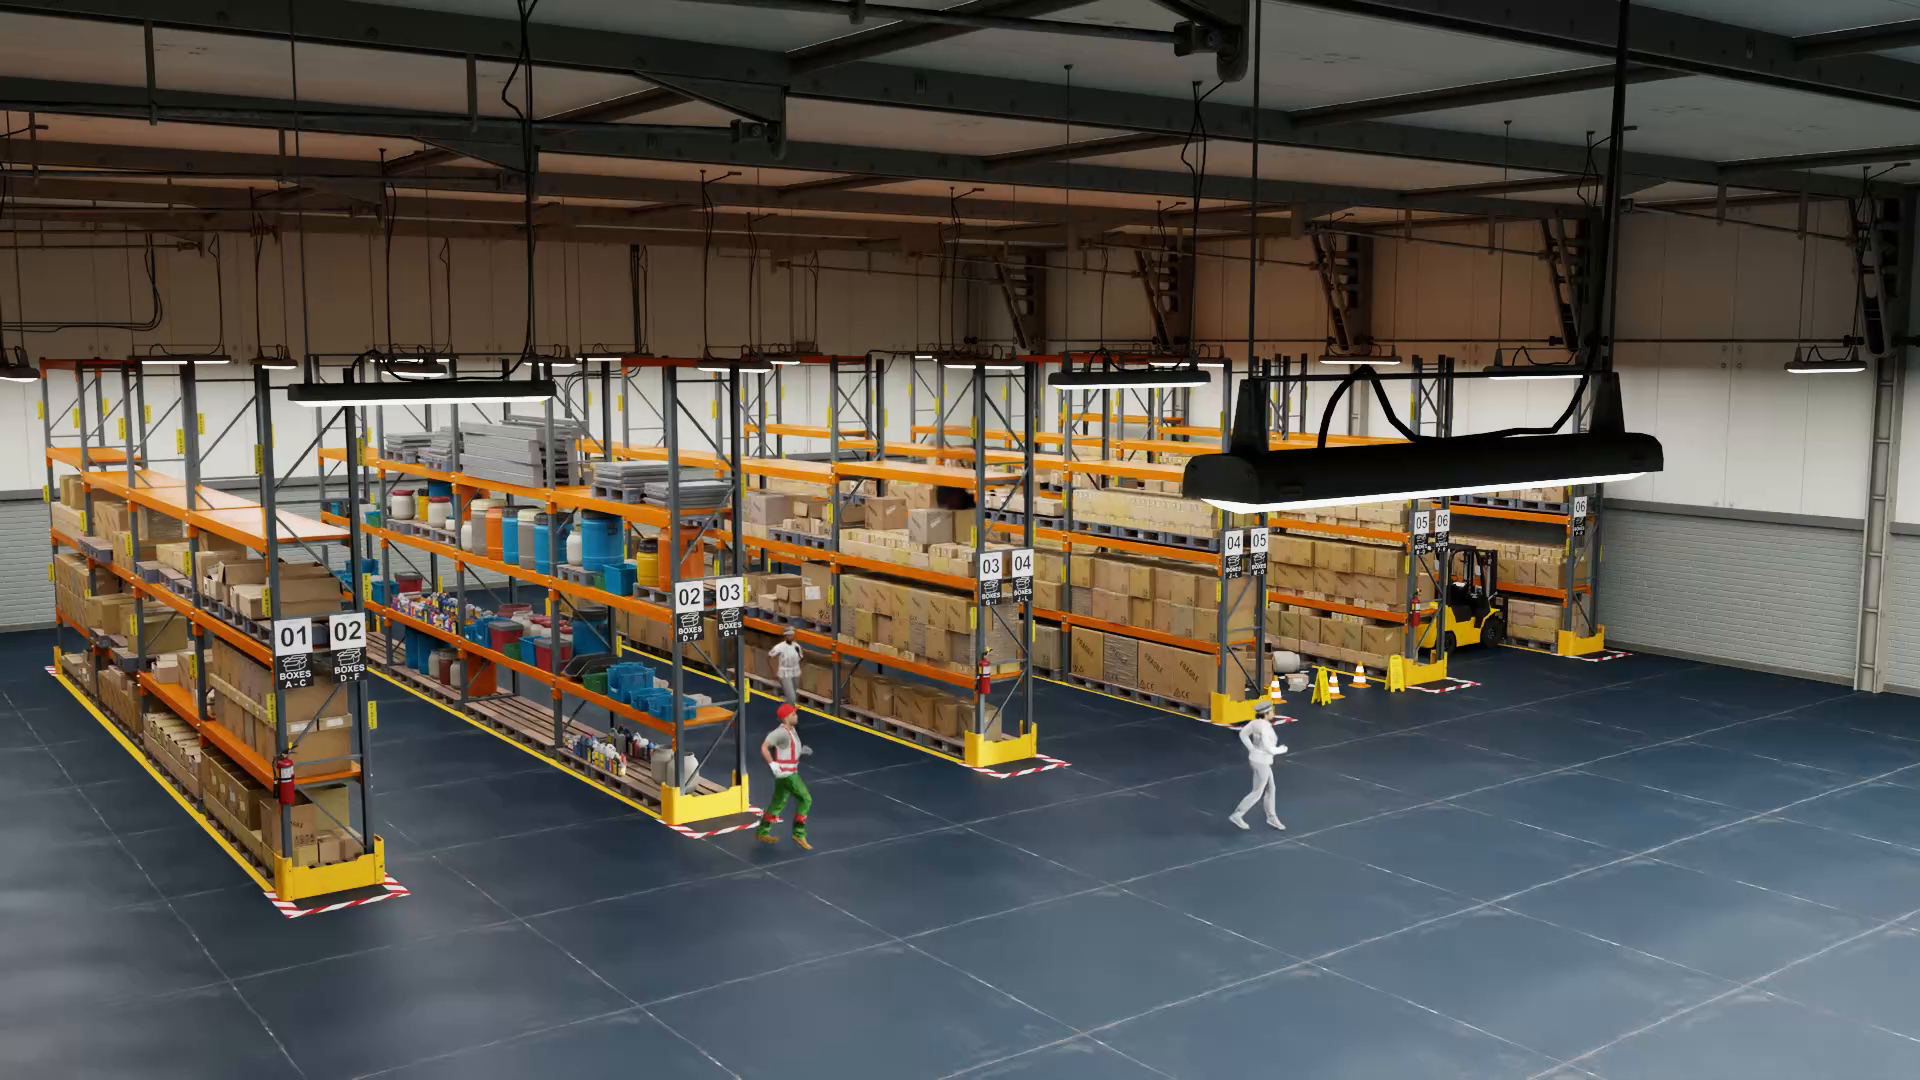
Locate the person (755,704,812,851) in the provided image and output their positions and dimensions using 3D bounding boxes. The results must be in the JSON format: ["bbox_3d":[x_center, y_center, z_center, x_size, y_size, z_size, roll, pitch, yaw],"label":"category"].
[{"bbox_3d":[-2.208,2.948,20.825,0.725,1.816,0.663,0,7,-4],"label":"person"}]

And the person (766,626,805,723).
[{"bbox_3d":[-2.781,2.264,27.007,0.542,1.749,0.740,-6,9,-42],"label":"person"}]

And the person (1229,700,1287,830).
[{"bbox_3d":[3.859,2.924,21.468,0.794,1.744,0.627,-1,7,-6],"label":"person"}]
